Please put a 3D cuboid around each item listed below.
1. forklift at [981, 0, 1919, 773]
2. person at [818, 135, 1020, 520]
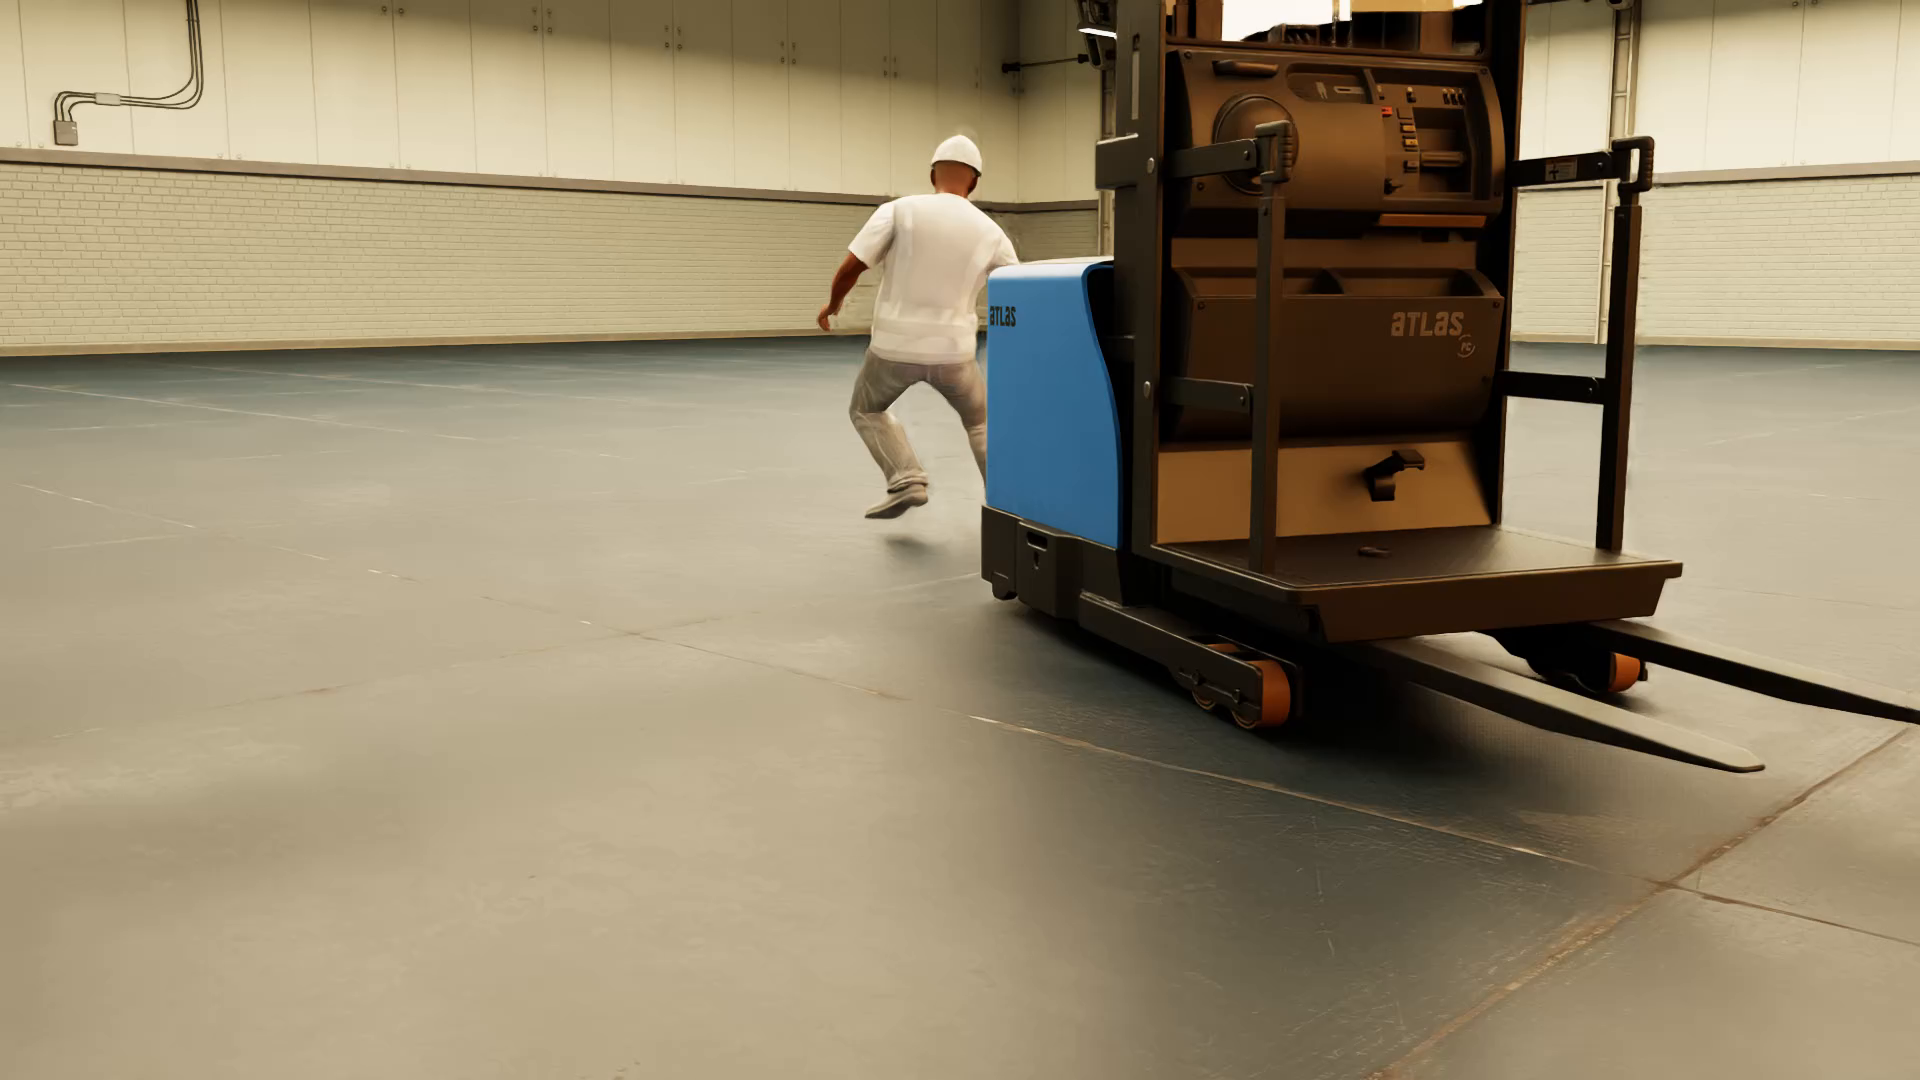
[{"bbox_3d":[1.060,-1.081,4.054,1.130,2.935,3.031,-3,9,-20],"label":"forklift"},{"bbox_3d":[-0.110,-0.827,6.830,0.930,1.611,0.645,-1,9,-9],"label":"person"}]
